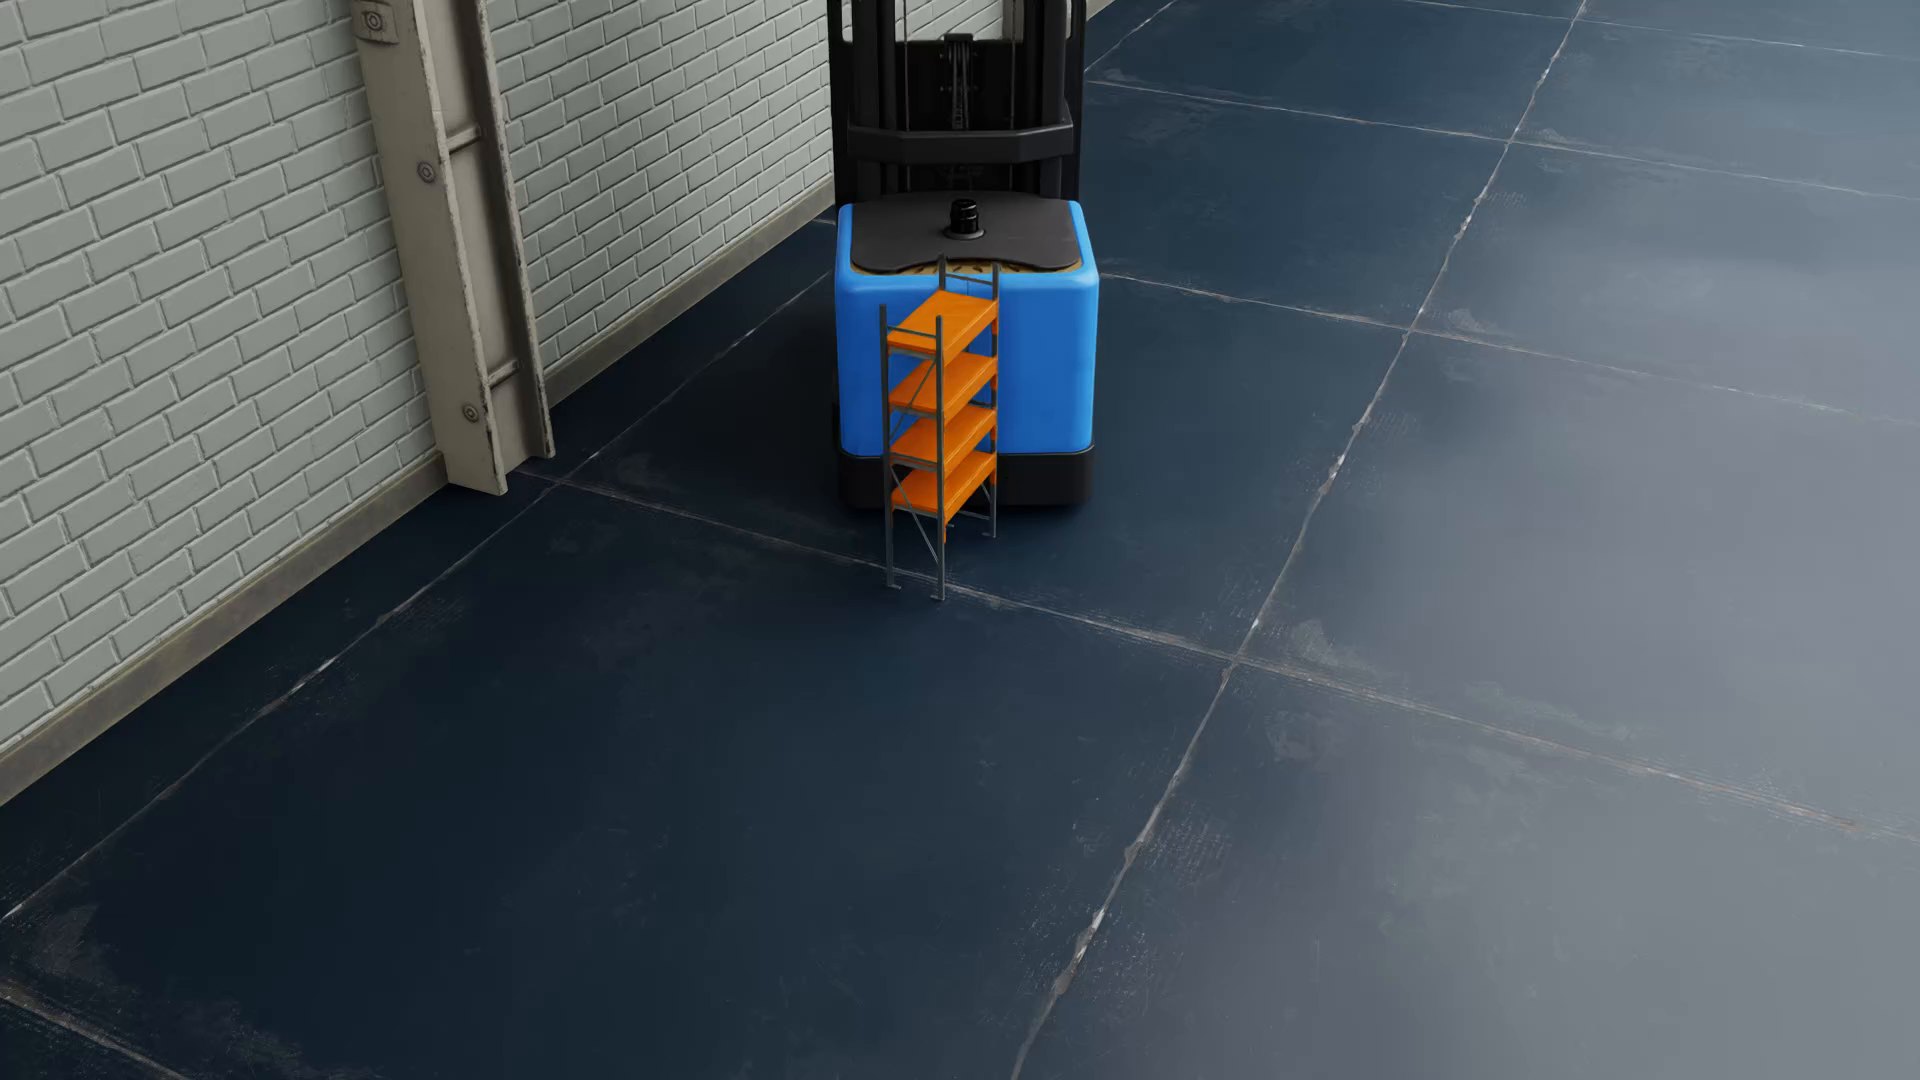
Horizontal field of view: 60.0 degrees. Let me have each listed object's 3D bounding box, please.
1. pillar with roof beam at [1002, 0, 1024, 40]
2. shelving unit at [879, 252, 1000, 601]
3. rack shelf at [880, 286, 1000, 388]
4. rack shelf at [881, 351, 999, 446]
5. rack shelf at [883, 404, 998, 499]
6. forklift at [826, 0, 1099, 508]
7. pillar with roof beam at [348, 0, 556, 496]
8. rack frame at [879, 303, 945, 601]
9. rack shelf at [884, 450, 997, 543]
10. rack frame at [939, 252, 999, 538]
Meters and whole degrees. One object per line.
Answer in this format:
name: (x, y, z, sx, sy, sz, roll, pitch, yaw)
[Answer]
pillar with roof beam: (4.419, -6.084, 7.822, 9.100, 9.000, 0.400, 14, 36, 20)
shelving unit: (-0.069, -0.418, 6.293, 0.258, 1.200, 0.503, 14, 36, 21)
rack shelf: (-0.069, -0.747, 6.078, 0.258, 0.148, 0.480, 14, 36, 21)
rack shelf: (-0.069, -0.549, 6.208, 0.258, 0.148, 0.480, 14, 36, 21)
rack shelf: (-0.069, -0.362, 6.330, 0.258, 0.148, 0.480, 14, 36, 21)
forklift: (-0.024, -2.133, 7.331, 1.130, 2.935, 3.031, -1, 33, -2)
pillar with roof beam: (1.909, -3.096, 3.264, 9.100, 9.000, 0.400, 14, 36, 20)
rack frame: (-0.171, -0.297, 6.108, 0.240, 1.200, 0.015, 14, 36, 21)
rack shelf: (-0.069, -0.196, 6.439, 0.258, 0.148, 0.480, 14, 36, 21)
rack frame: (0.033, -0.540, 6.479, 0.240, 1.200, 0.015, 14, 36, 21)
